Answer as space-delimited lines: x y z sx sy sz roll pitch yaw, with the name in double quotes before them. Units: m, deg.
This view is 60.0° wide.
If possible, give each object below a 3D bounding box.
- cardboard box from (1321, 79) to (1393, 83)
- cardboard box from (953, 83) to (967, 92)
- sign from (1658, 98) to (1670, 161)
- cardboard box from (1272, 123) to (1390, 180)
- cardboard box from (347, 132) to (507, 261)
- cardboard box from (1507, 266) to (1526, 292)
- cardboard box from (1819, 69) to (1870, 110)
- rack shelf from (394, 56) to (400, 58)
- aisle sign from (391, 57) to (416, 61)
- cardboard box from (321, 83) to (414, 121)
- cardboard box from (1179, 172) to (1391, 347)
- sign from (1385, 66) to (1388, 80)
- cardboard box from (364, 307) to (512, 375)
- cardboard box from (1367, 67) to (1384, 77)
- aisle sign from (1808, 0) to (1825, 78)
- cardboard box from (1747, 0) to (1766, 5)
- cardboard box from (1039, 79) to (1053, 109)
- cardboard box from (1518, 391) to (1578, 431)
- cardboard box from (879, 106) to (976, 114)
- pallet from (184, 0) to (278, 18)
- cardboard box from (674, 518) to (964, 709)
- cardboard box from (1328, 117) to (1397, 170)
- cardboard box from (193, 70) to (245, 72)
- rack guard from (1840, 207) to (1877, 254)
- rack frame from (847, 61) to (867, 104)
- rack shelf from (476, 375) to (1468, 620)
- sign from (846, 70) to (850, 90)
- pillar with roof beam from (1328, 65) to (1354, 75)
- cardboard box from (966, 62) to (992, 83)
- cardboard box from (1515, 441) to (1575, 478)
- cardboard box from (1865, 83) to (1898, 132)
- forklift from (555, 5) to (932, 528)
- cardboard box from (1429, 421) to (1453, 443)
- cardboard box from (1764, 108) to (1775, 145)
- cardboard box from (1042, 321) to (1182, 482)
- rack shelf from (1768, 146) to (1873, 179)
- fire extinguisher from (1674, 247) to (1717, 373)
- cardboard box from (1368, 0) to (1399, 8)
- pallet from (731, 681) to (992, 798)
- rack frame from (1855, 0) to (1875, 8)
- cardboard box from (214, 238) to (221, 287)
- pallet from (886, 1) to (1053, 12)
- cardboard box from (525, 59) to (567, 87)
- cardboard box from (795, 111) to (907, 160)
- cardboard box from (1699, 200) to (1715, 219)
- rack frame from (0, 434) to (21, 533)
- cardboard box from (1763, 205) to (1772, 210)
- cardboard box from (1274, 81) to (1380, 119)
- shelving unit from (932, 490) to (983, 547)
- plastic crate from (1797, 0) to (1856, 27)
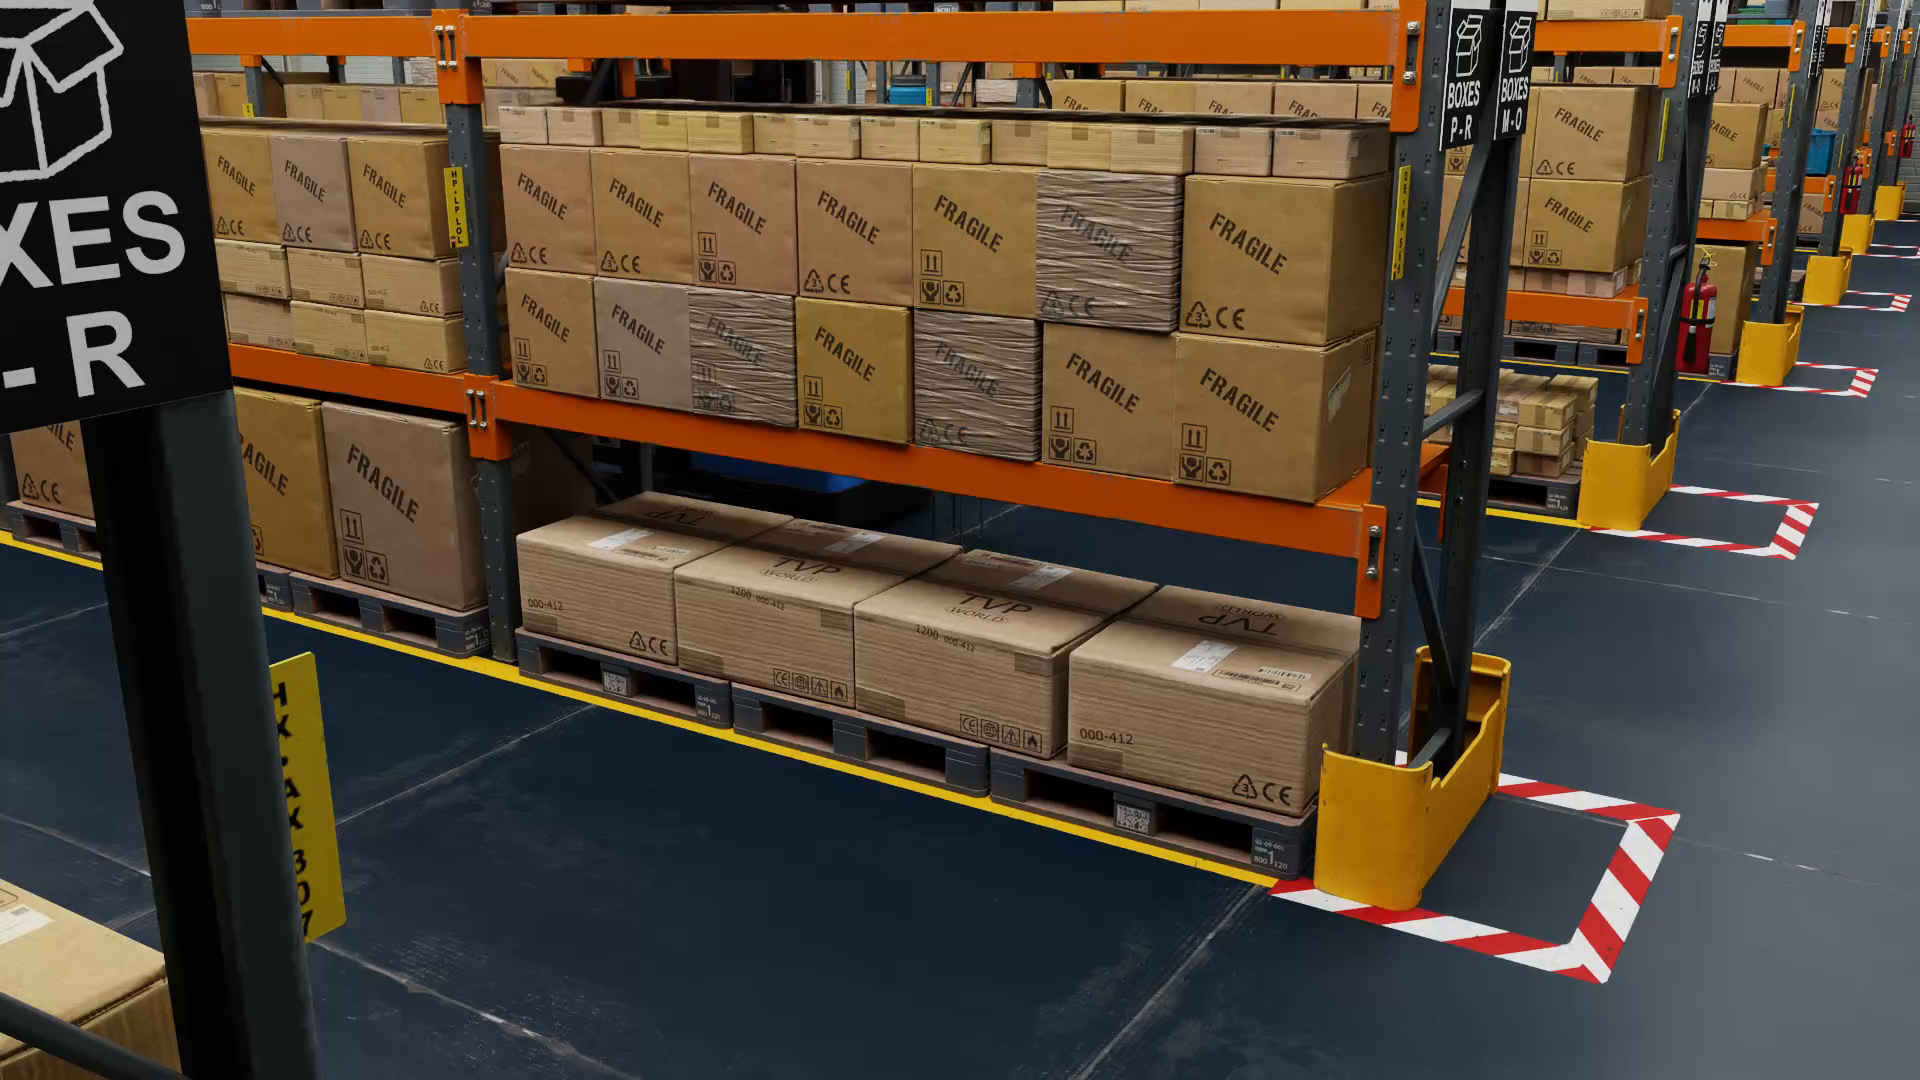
"cardboard box" 2.552 -2.675 10.621 0.500 0.500 0.500 9 19 28
"cardboard box" 0.087 -7.707 28.303 0.250 0.149 0.380 11 20 32
"sign" 3.789 -2.206 8.948 0.005 0.325 0.100 10 20 30
"cardboard box" 1.181 -1.236 5.281 0.250 0.149 0.380 10 20 31
"cardboard box" -2.329 -1.535 7.380 0.500 0.500 0.500 11 20 32
"cardboard box" 3.257 -1.577 9.843 0.250 0.149 0.380 10 20 30
"cardboard box" 11.442 -5.827 21.512 0.500 0.500 0.500 10 20 30
"rack shelf" -5.152 -6.069 20.277 4.000 0.370 1.077 10 20 30
"aisle sign" -7.066 -6.461 21.019 0.004 0.787 0.394 10 20 30
"cardboard box" -5.264 -3.835 14.954 0.500 0.500 0.700 10 19 29
"cardboard box" 1.056 -0.935 5.406 0.500 0.500 0.500 11 20 32
"sign" 7.462 -8.126 29.116 0.005 0.325 0.100 10 20 30
"cardboard box" -2.331 -0.937 7.562 0.500 0.250 0.500 10 19 29
"cardboard box" 7.428 -8.360 29.696 0.250 0.149 0.380 7 18 23
"aisle sign" 6.682 -4.007 12.940 0.004 0.787 0.394 10 20 30
"cardboard box" 10.544 -7.072 21.739 0.500 0.250 0.500 10 20 30
"cardboard box" 1.129 -4.378 16.736 0.637 0.503 0.797 11 20 31
"cardboard box" 3.512 -0.775 9.930 0.250 0.149 0.380 10 20 31
"cardboard box" -0.114 -1.628 6.570 0.250 0.149 0.380 10 20 30
"pallet" -3.694 -2.702 8.279 1.213 0.211 1.003 11 20 33
"cardboard box" -0.575 0.280 6.983 0.875 0.438 0.875 9 19 28
"cardboard box" 1.434 -1.353 5.668 0.250 0.149 0.380 11 20 31
"cardboard box" -7.343 -4.285 16.211 0.550 0.550 0.875 10 20 30
"rack guard" 11.901 -4.117 22.075 0.348 0.500 1.175 10 20 30
"rack frame" -1.668 -7.735 29.685 0.127 3.000 1.000 10 20 30
"rack shelf" -0.113 -0.354 6.624 4.000 0.370 1.077 10 20 30
"sign" -1.964 -8.051 29.098 0.005 0.325 0.100 10 20 30
"pillar with roof beam" 4.830 -9.962 26.694 0.400 9.000 9.100 10 20 30
"cardboard box" 0.501 -8.014 28.200 0.500 0.500 0.700 10 20 30
"cardboard box" 3.538 -0.501 10.052 0.250 0.149 0.380 11 20 31
"cardboard box" 14.115 -6.748 25.918 0.700 0.700 0.980 11 20 33
"forklift" -1.660 -1.725 10.018 3.031 2.935 1.130 11 20 32
"cardboard box" 3.053 -0.703 10.205 0.250 0.149 0.380 9 19 28
"cardboard box" 10.575 -5.505 22.172 0.500 0.500 0.500 10 20 30
"cardboard box" 0.622 -0.530 5.793 0.500 0.500 0.500 10 19 29
"rack shelf" 10.261 -5.262 22.779 4.000 0.370 1.077 10 20 30
"fire extinguisher" 4.069 -1.268 9.168 0.183 0.674 0.296 10 20 30
"cardboard box" 2.716 -3.157 9.711 0.500 0.250 0.500 11 20 32
"pallet" -0.166 0.652 6.872 1.213 0.211 1.003 10 20 30
"rack frame" 9.370 -6.946 16.765 0.127 3.000 1.000 10 20 30
"cardboard box" -3.639 -1.402 8.234 0.500 0.250 0.500 11 20 31
"pallet" 0.217 -3.710 11.595 1.003 0.211 1.213 10 20 30
"cardboard box" -4.827 -5.495 19.906 0.500 0.500 0.500 10 20 30
"cardboard box" -0.396 -1.491 6.119 0.250 0.149 0.380 10 20 30
"cardboard box" 6.080 -2.740 13.673 0.250 0.149 0.380 10 20 31
"rack frame" -5.225 -1.611 9.524 0.127 3.000 1.000 10 20 30
"cardboard box" 11.225 -4.425 22.763 0.500 0.250 0.500 10 20 30
"cardboard box" 2.244 -2.546 10.197 0.500 0.500 0.500 9 19 28
"shelving unit" -0.012 -0.576 9.214 0.189 1.200 0.258 10 20 30
"plastic crate" 9.188 -5.576 17.640 0.590 0.269 0.497 10 20 30
